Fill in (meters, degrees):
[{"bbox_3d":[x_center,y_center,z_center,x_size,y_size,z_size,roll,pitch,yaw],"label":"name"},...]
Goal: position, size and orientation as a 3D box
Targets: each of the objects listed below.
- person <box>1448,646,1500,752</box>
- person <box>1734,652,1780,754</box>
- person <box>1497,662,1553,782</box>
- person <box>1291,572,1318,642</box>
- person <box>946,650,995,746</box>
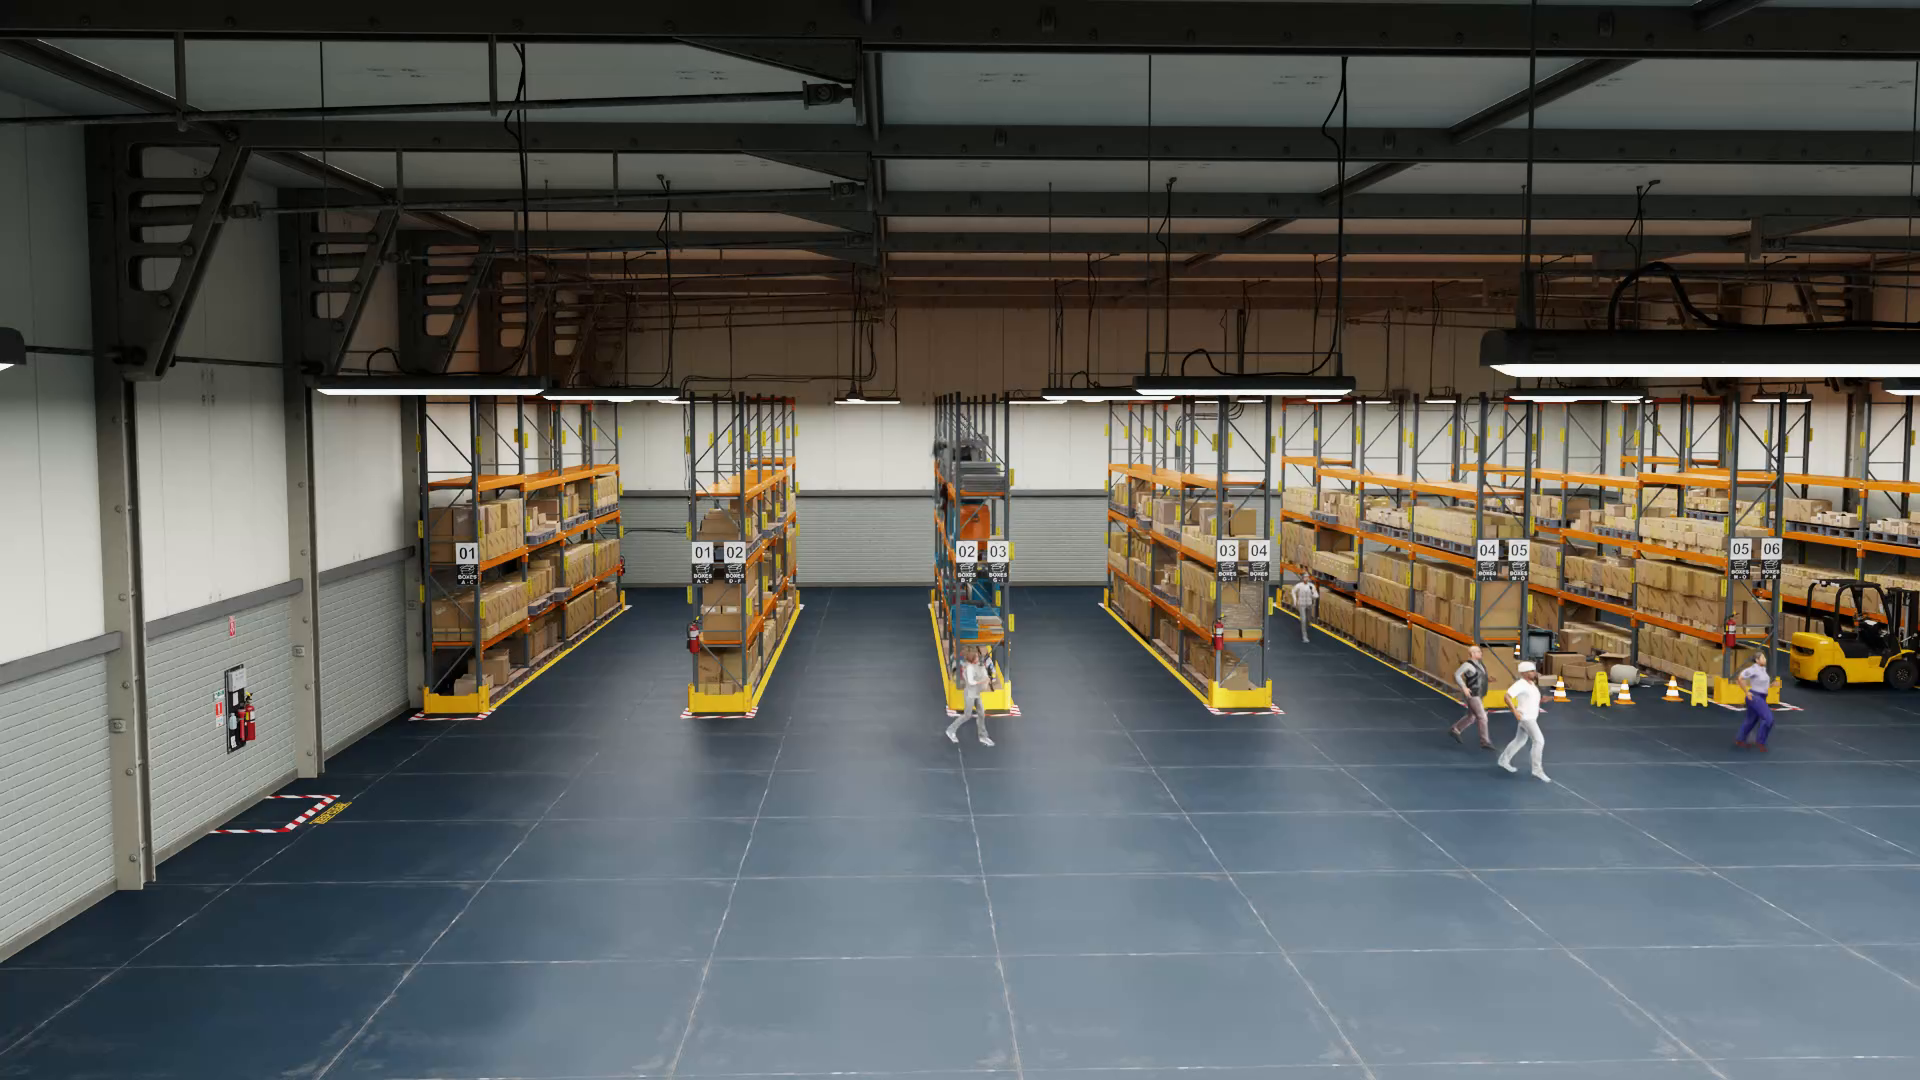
[{"bbox_3d":[8.578,2.614,27.705,0.948,1.713,0.659,4,6,39],"label":"person"},{"bbox_3d":[13.235,2.698,27.612,0.679,1.695,0.589,3,6,35],"label":"person"},{"bbox_3d":[8.716,2.779,25.629,0.820,1.821,0.677,2,5,25],"label":"person"},{"bbox_3d":[8.430,1.604,40.585,0.610,1.684,0.918,0,5,-3],"label":"person"},{"bbox_3d":[0.184,2.659,28.030,0.810,1.608,0.566,1,5,15],"label":"person"}]
